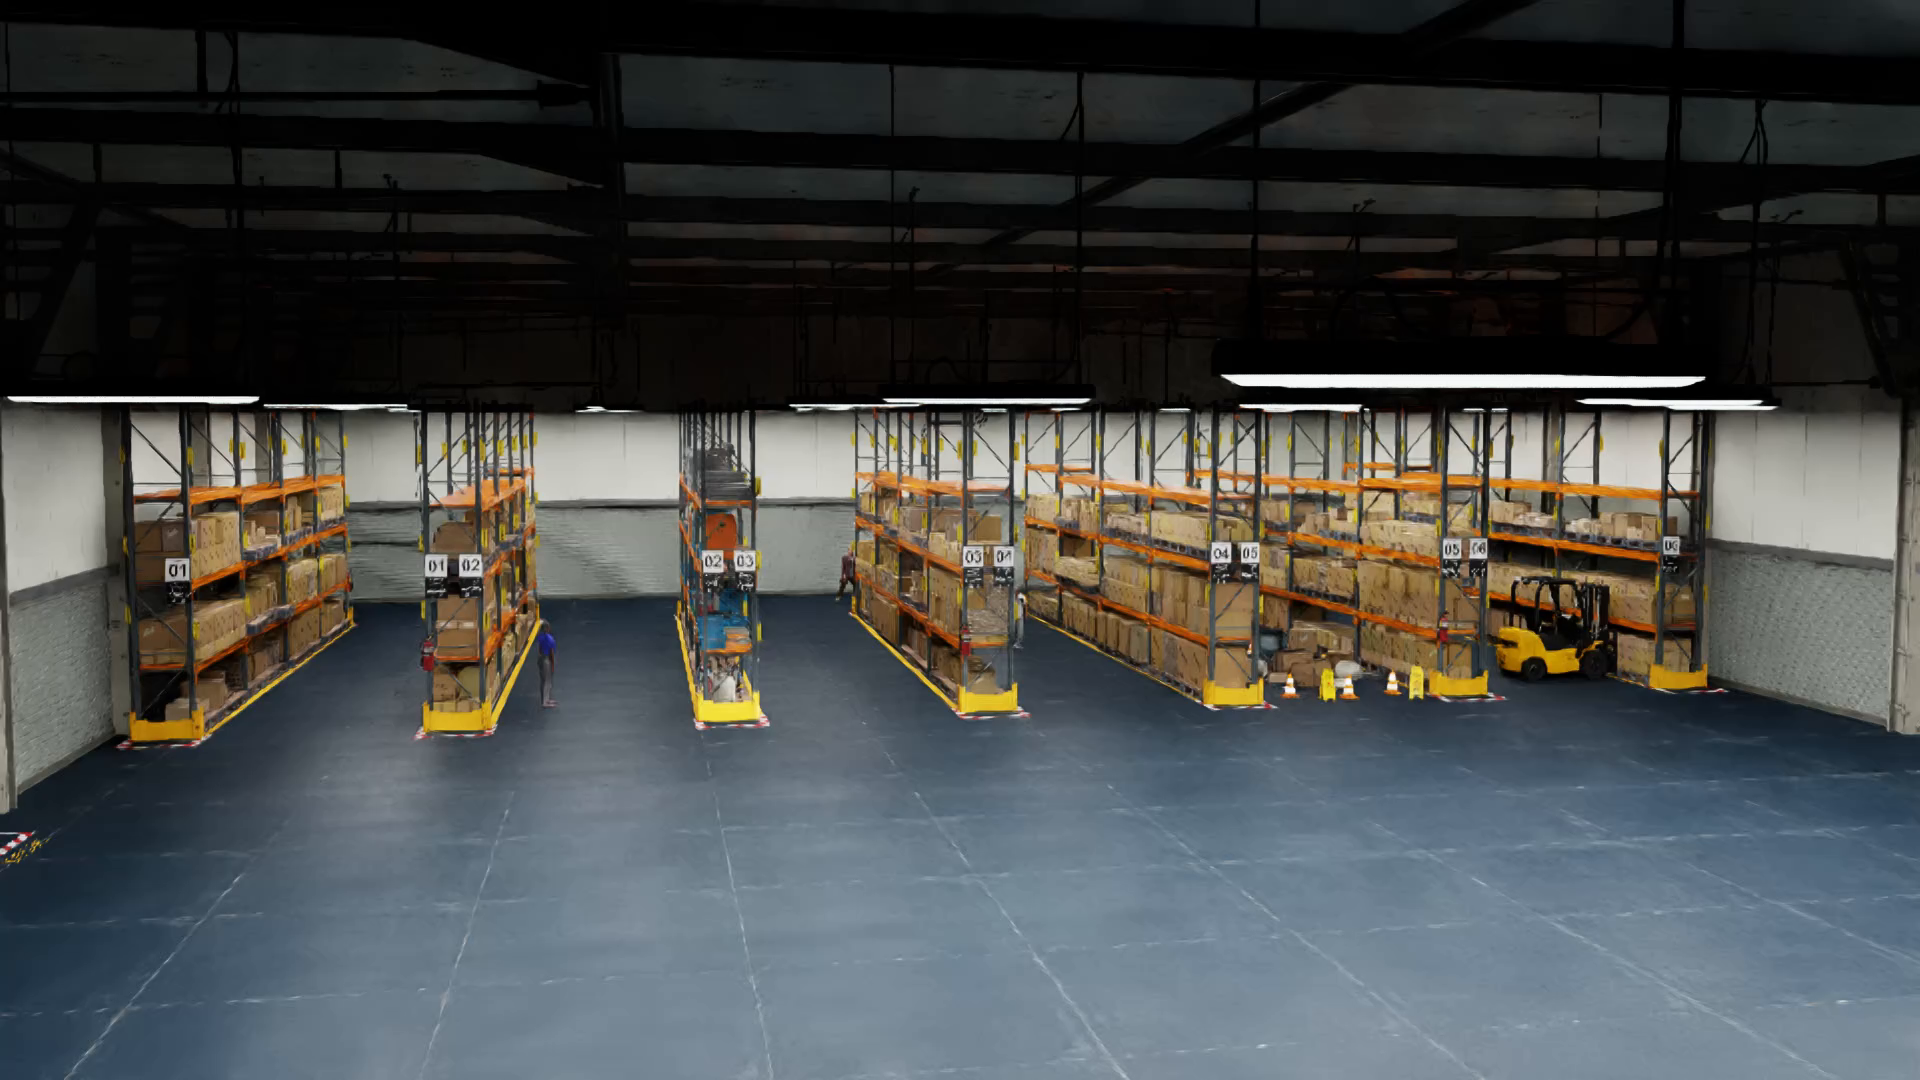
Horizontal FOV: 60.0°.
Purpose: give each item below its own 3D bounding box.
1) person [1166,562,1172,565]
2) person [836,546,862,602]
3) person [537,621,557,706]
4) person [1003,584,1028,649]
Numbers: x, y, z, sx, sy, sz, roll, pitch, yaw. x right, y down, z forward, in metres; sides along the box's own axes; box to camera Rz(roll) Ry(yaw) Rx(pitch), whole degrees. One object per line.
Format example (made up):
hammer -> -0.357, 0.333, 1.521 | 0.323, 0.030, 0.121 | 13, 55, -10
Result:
person -> 5.838, 1.460, 46.496 | 0.512, 1.486, 0.515 | 1, 4, 7
person -> -3.365, 1.051, 50.355 | 0.621, 1.749, 1.012 | -3, 5, -36
person -> -8.108, 2.449, 32.720 | 0.415, 1.588, 0.499 | -4, 6, -42
person -> 1.347, 1.869, 40.538 | 0.625, 1.611, 0.582 | -1, 4, -13
